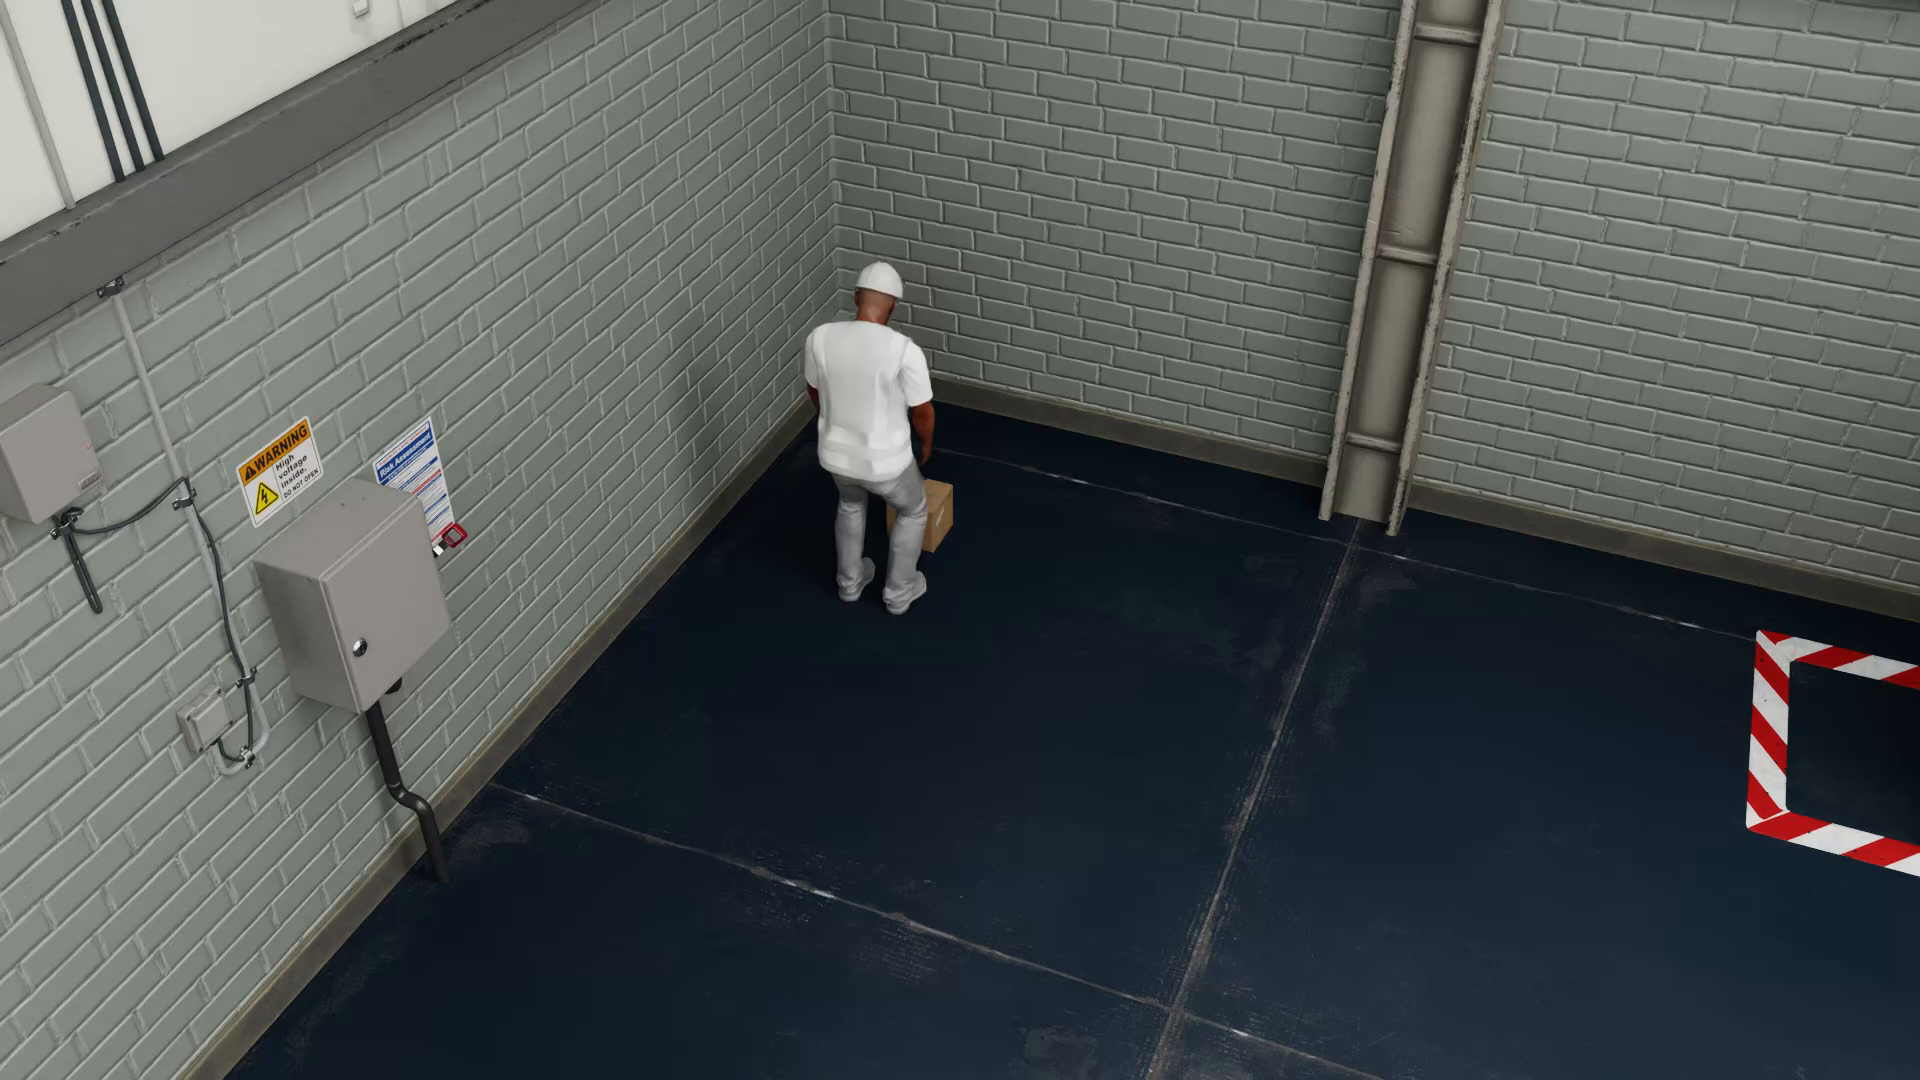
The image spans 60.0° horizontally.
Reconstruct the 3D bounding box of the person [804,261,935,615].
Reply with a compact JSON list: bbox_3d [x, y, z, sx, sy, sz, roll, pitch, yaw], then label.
[{"bbox_3d":[-0.402,-0.439,7.473,0.610,1.651,0.554,15,40,19],"label":"person"}]
